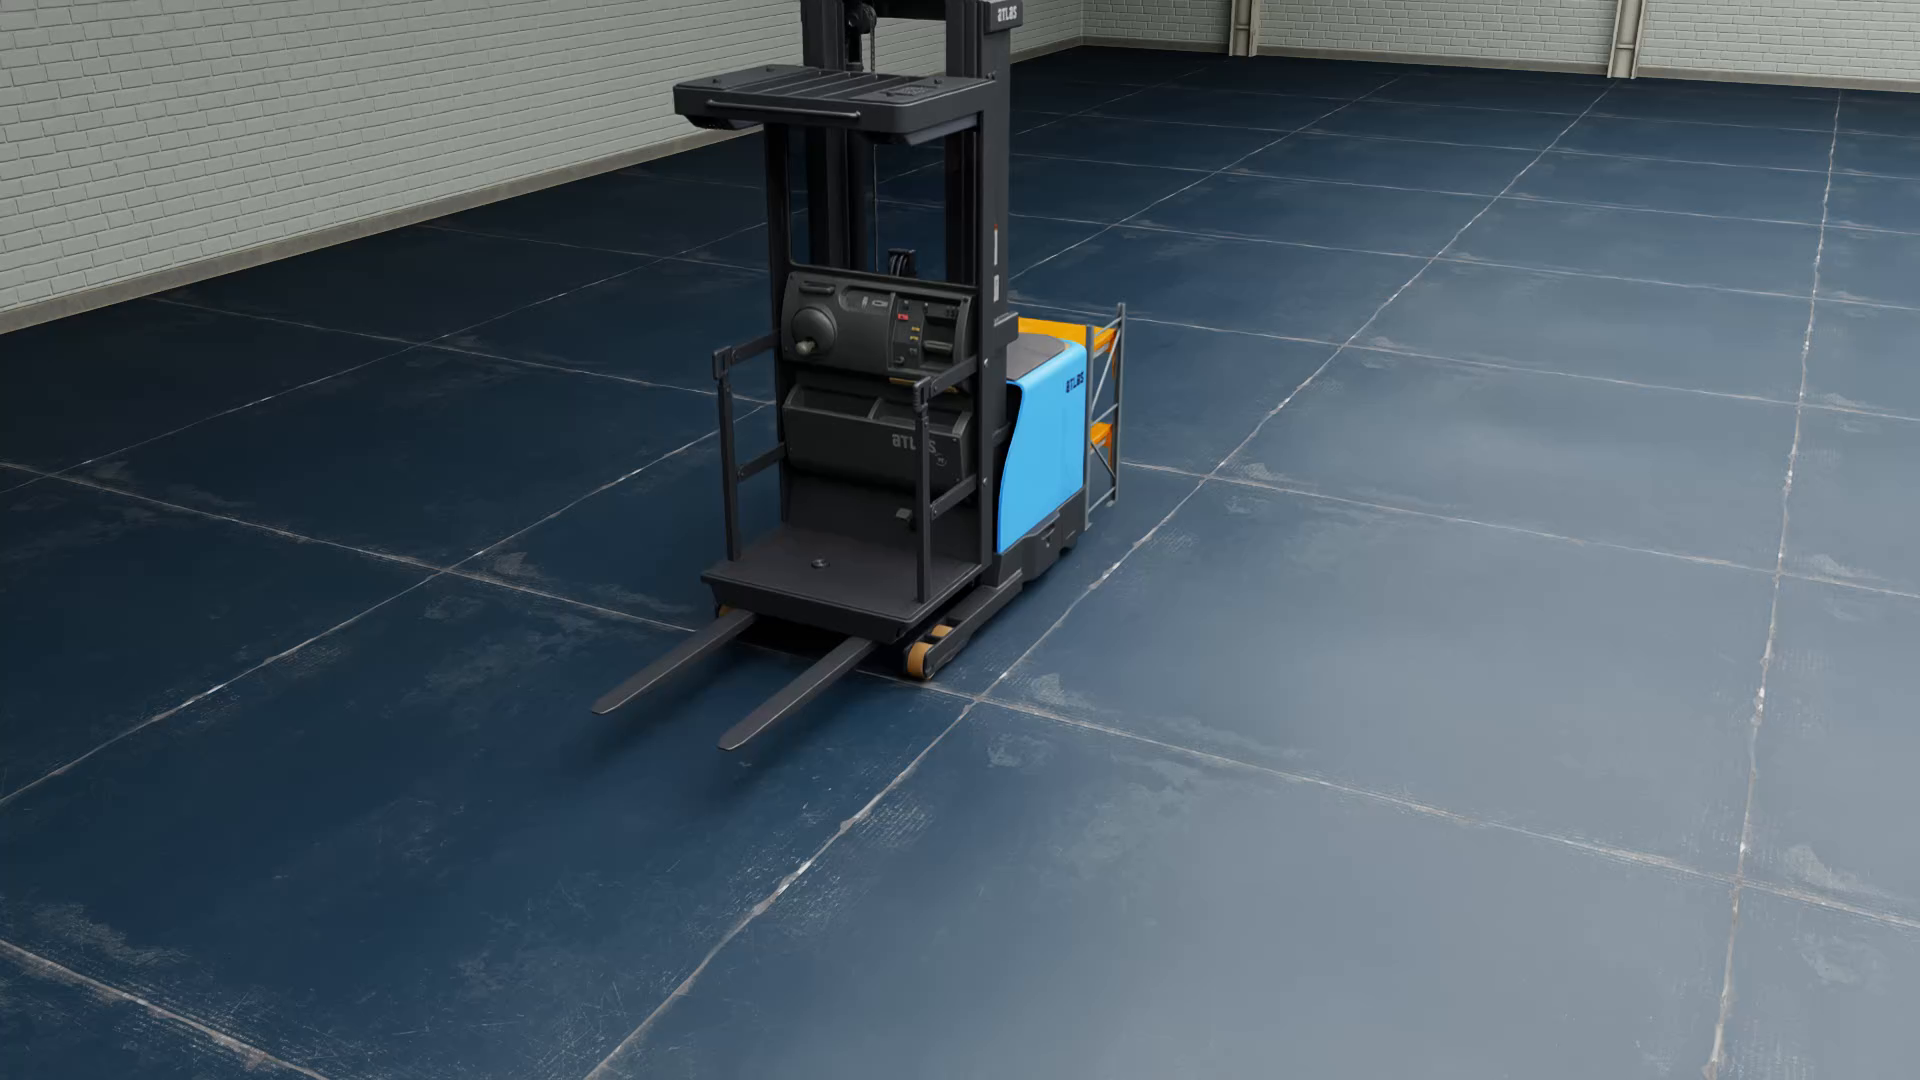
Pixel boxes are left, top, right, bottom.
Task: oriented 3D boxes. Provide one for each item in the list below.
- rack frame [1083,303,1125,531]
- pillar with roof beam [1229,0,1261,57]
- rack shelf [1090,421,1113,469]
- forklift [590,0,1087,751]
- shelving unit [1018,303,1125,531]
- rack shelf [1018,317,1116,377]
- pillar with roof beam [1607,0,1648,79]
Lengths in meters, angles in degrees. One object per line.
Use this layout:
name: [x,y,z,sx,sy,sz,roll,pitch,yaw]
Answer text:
rack frame: [0.759,-0.655,8.853,0.032,1.125,0.500,11,25,23]
pillar with roof beam: [2.792,-10.759,22.551,0.400,9.000,9.100,11,25,25]
rack shelf: [0.299,-0.515,9.149,1.000,0.278,0.538,11,25,23]
forklift: [-0.475,-0.932,7.197,1.130,2.935,3.031,11,26,25]
shelving unit: [0.299,-0.740,9.053,1.048,1.125,0.538,11,25,23]
rack shelf: [0.299,-1.010,8.939,1.000,0.278,0.538,11,25,23]
pillar with roof beam: [8.147,-9.700,20.060,0.400,9.000,9.100,11,25,25]
